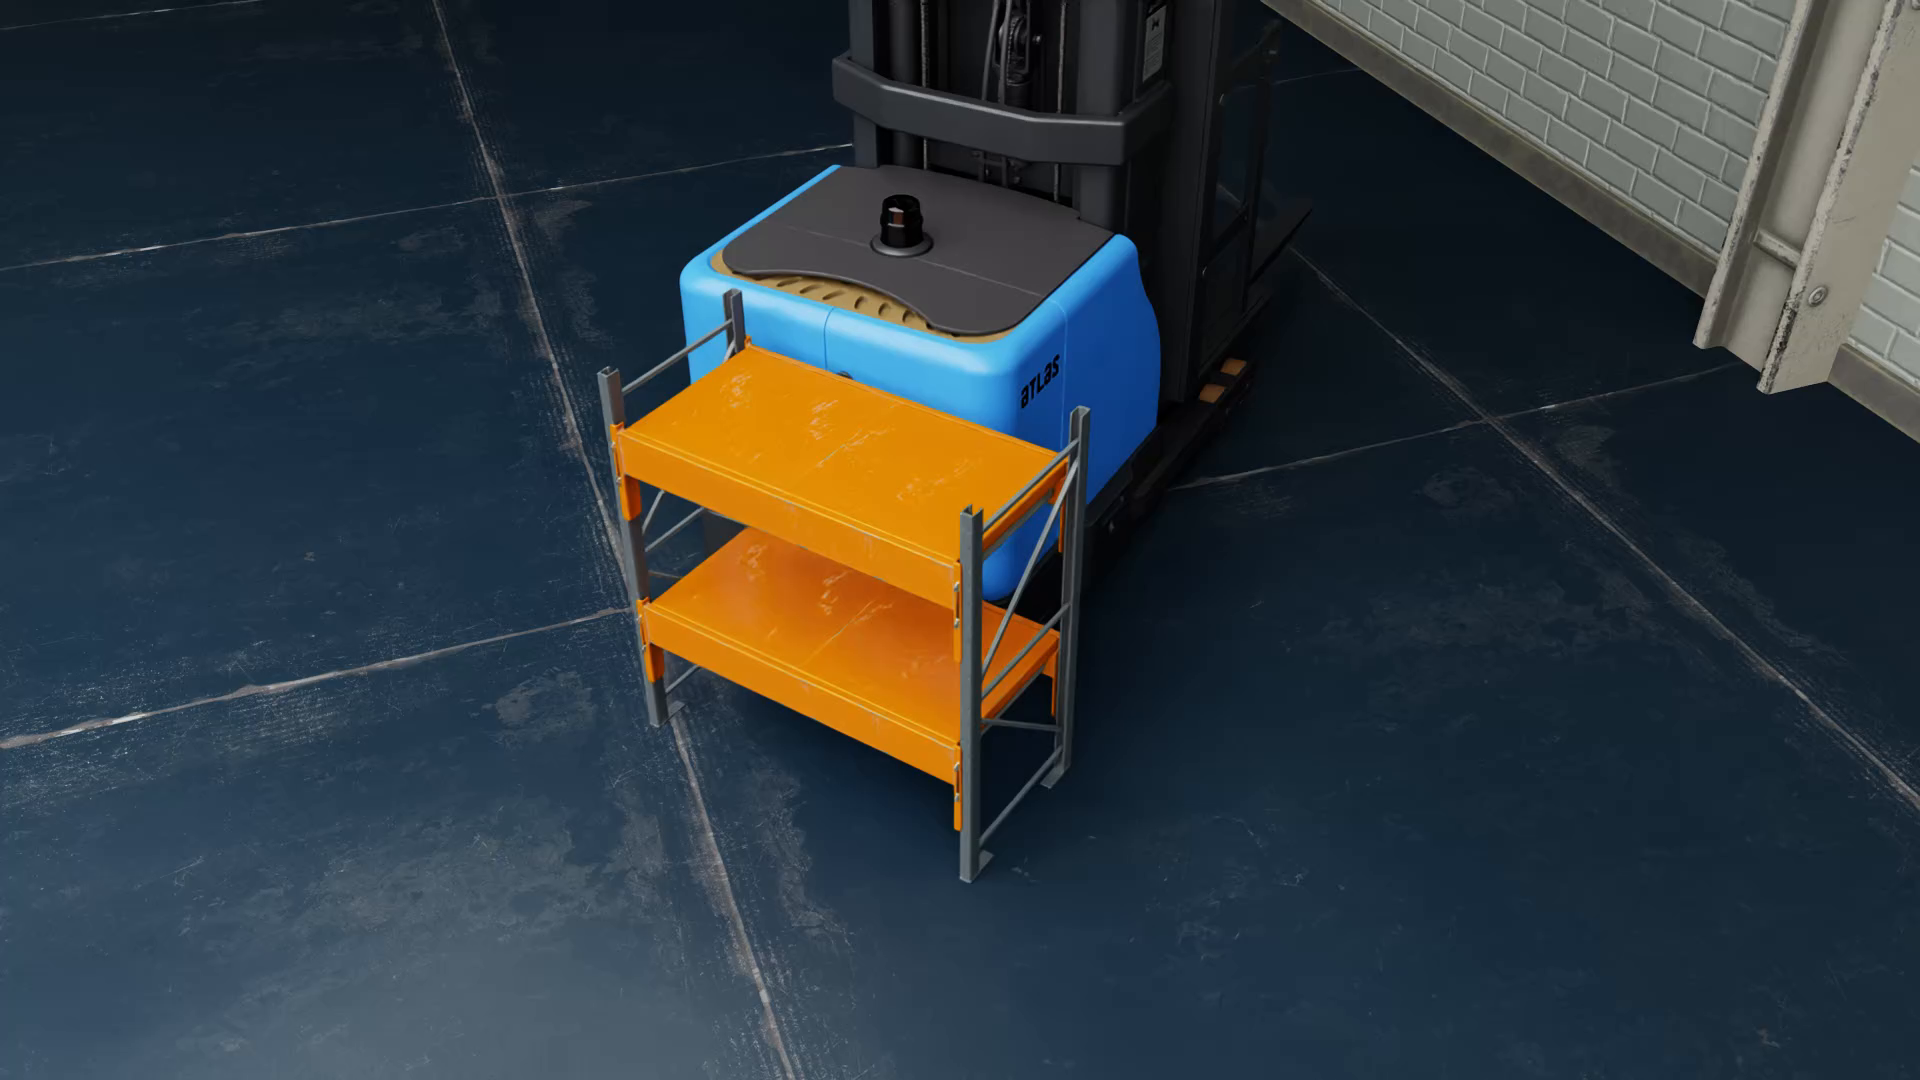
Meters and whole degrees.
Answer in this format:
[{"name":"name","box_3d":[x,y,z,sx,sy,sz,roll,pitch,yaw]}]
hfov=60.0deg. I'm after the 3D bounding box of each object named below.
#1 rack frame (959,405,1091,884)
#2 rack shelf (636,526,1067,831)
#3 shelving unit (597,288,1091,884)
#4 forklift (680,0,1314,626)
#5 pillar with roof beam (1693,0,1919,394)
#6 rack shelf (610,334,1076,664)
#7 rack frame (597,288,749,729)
[{"name":"rack frame","box_3d":[0.149,0.272,3.954,0.032,1.125,0.500,21,42,26]},{"name":"rack shelf","box_3d":[-0.277,0.300,4.323,1.000,0.278,0.538,21,42,26]},{"name":"shelving unit","box_3d":[-0.277,0.105,4.176,1.048,1.125,0.538,21,42,26]},{"name":"forklift","box_3d":[0.392,-1.668,5.029,1.130,2.935,3.031,19,41,23]},{"name":"pillar with roof beam","box_3d":[-1.086,-3.366,2.240,9.100,9.000,0.400,-12,39,-16]},{"name":"rack shelf","box_3d":[-0.277,-0.129,4.000,1.000,0.278,0.538,21,42,26]},{"name":"rack frame","box_3d":[-0.702,-0.062,4.398,0.032,1.125,0.500,21,42,26]}]
